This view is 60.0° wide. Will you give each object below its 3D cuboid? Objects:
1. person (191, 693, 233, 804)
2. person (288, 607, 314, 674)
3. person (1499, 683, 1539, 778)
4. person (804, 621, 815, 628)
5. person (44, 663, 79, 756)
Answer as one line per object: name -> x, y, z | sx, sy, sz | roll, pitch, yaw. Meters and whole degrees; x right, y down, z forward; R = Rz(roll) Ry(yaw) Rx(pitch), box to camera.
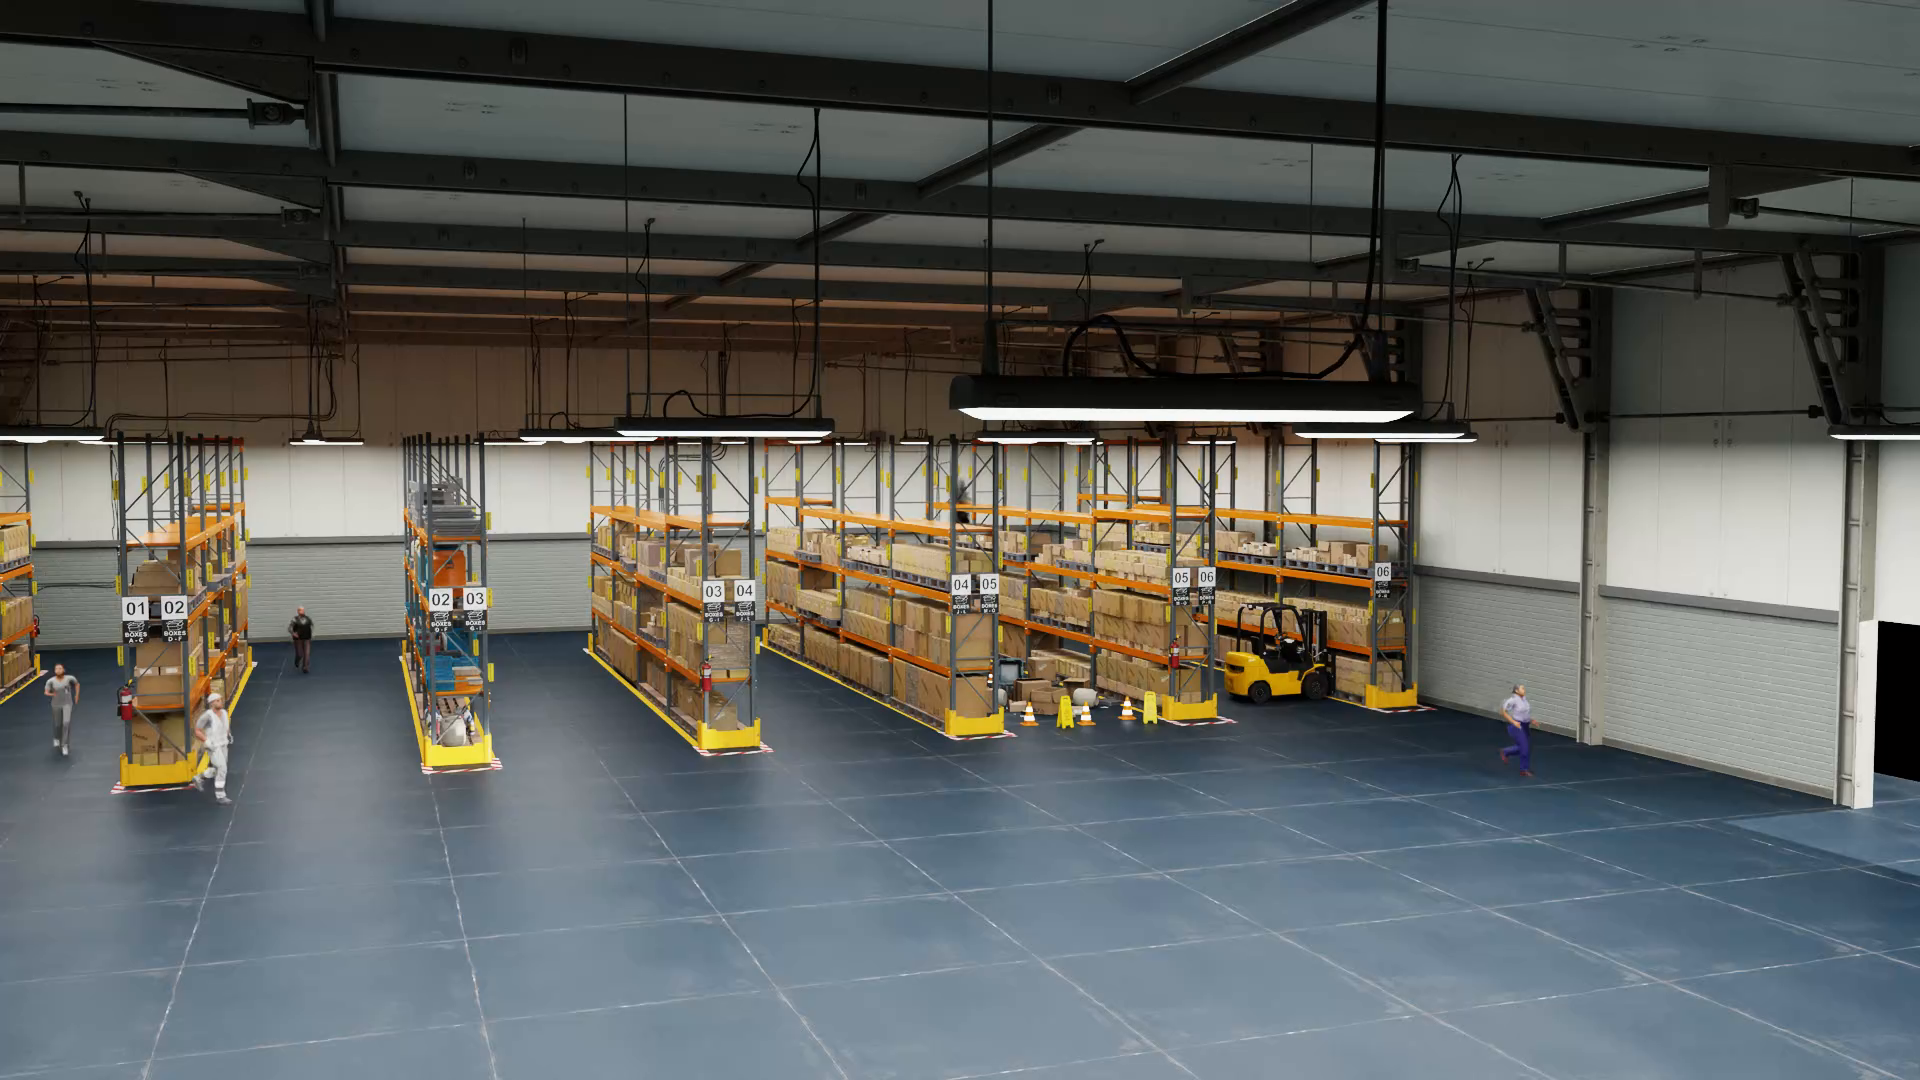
person -> -12.089, 3.348, 26.877 | 0.790, 1.785, 0.665 | 1, 3, 18
person -> -16.706, 2.539, 42.227 | 0.664, 1.697, 0.822 | -2, 4, -35
person -> 9.829, 3.319, 29.061 | 0.607, 1.631, 0.520 | -3, 4, -42
person -> -4.615, 2.132, 49.917 | 0.698, 1.652, 0.600 | -1, 3, -13
person -> -16.908, 3.149, 31.320 | 0.575, 1.695, 0.955 | -1, 3, -25
